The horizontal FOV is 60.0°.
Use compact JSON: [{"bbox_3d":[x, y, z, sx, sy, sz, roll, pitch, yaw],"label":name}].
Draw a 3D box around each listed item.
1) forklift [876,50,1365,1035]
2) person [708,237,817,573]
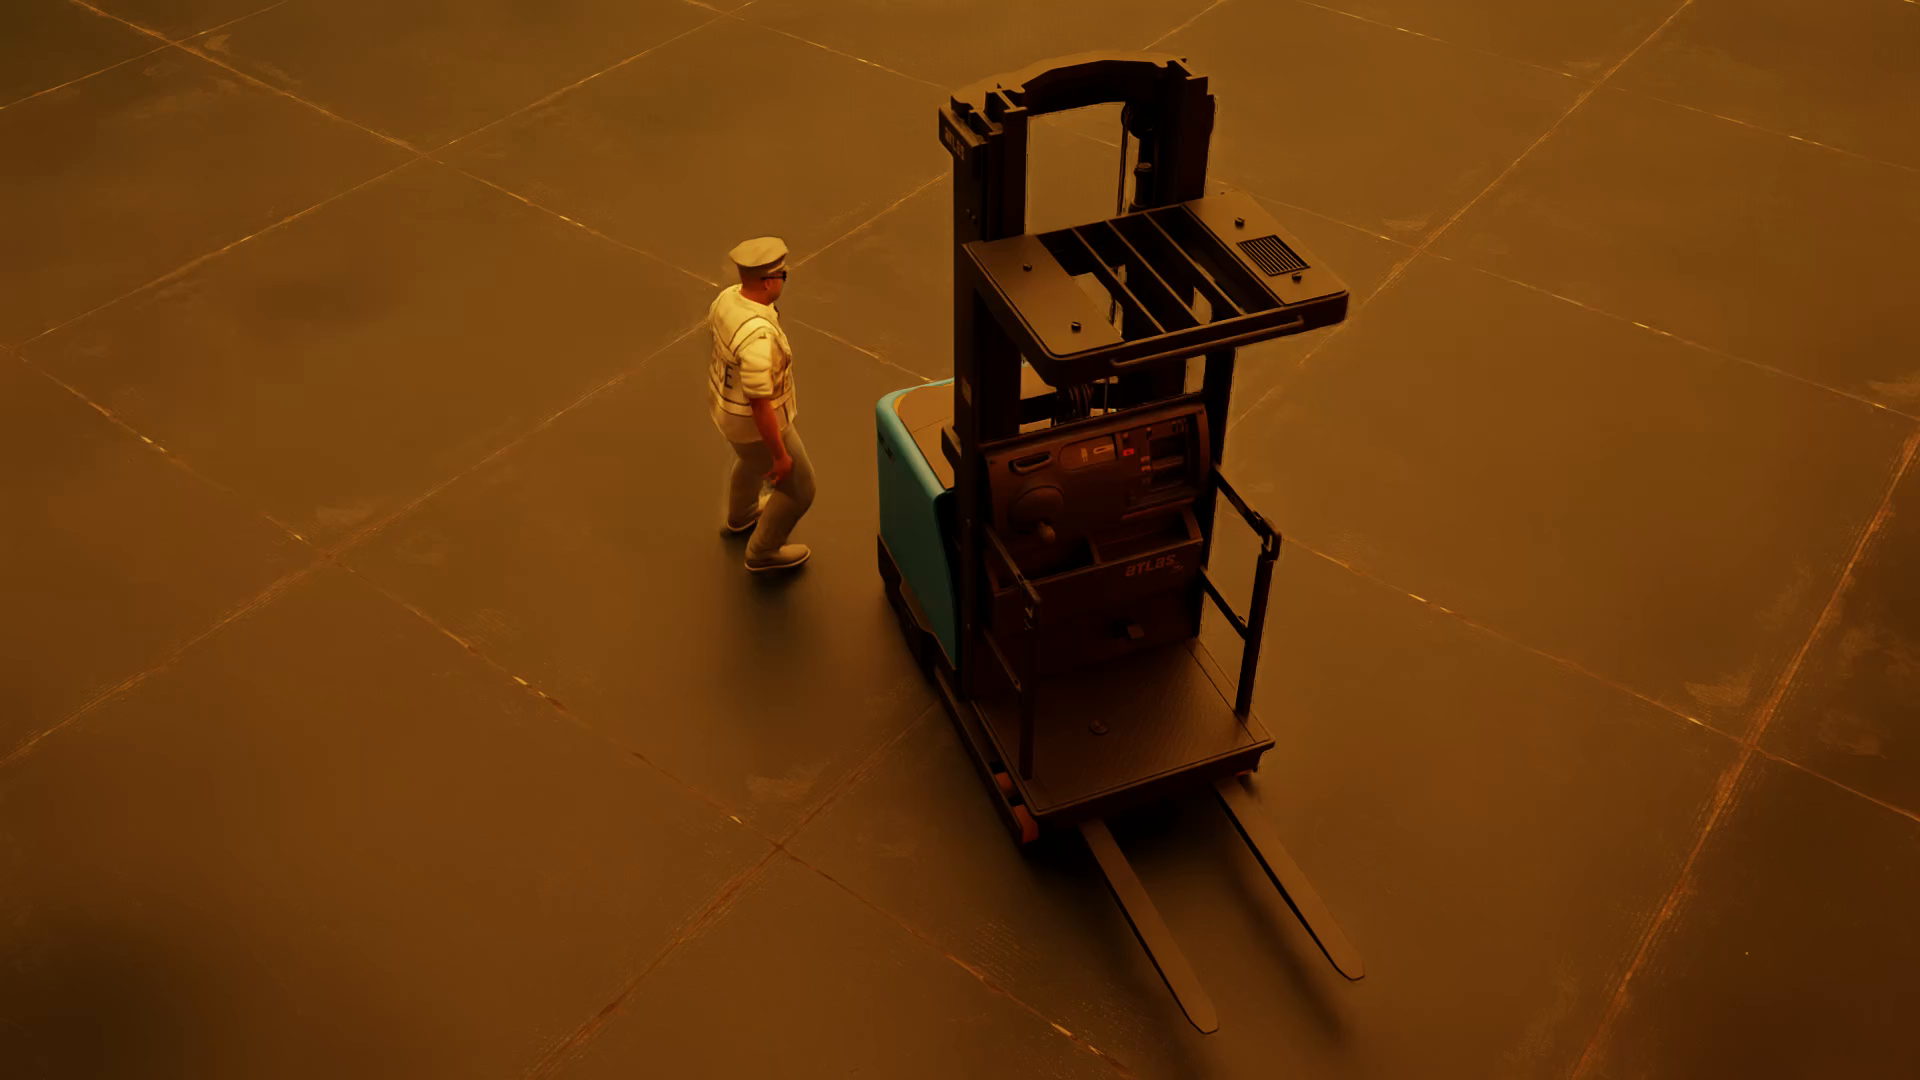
[{"bbox_3d":[0.622,-0.176,6.281,1.130,2.935,3.031,-14,43,-16],"label":"forklift"},{"bbox_3d":[-0.937,-0.591,7.700,0.412,1.715,0.775,-16,43,-18],"label":"person"}]
